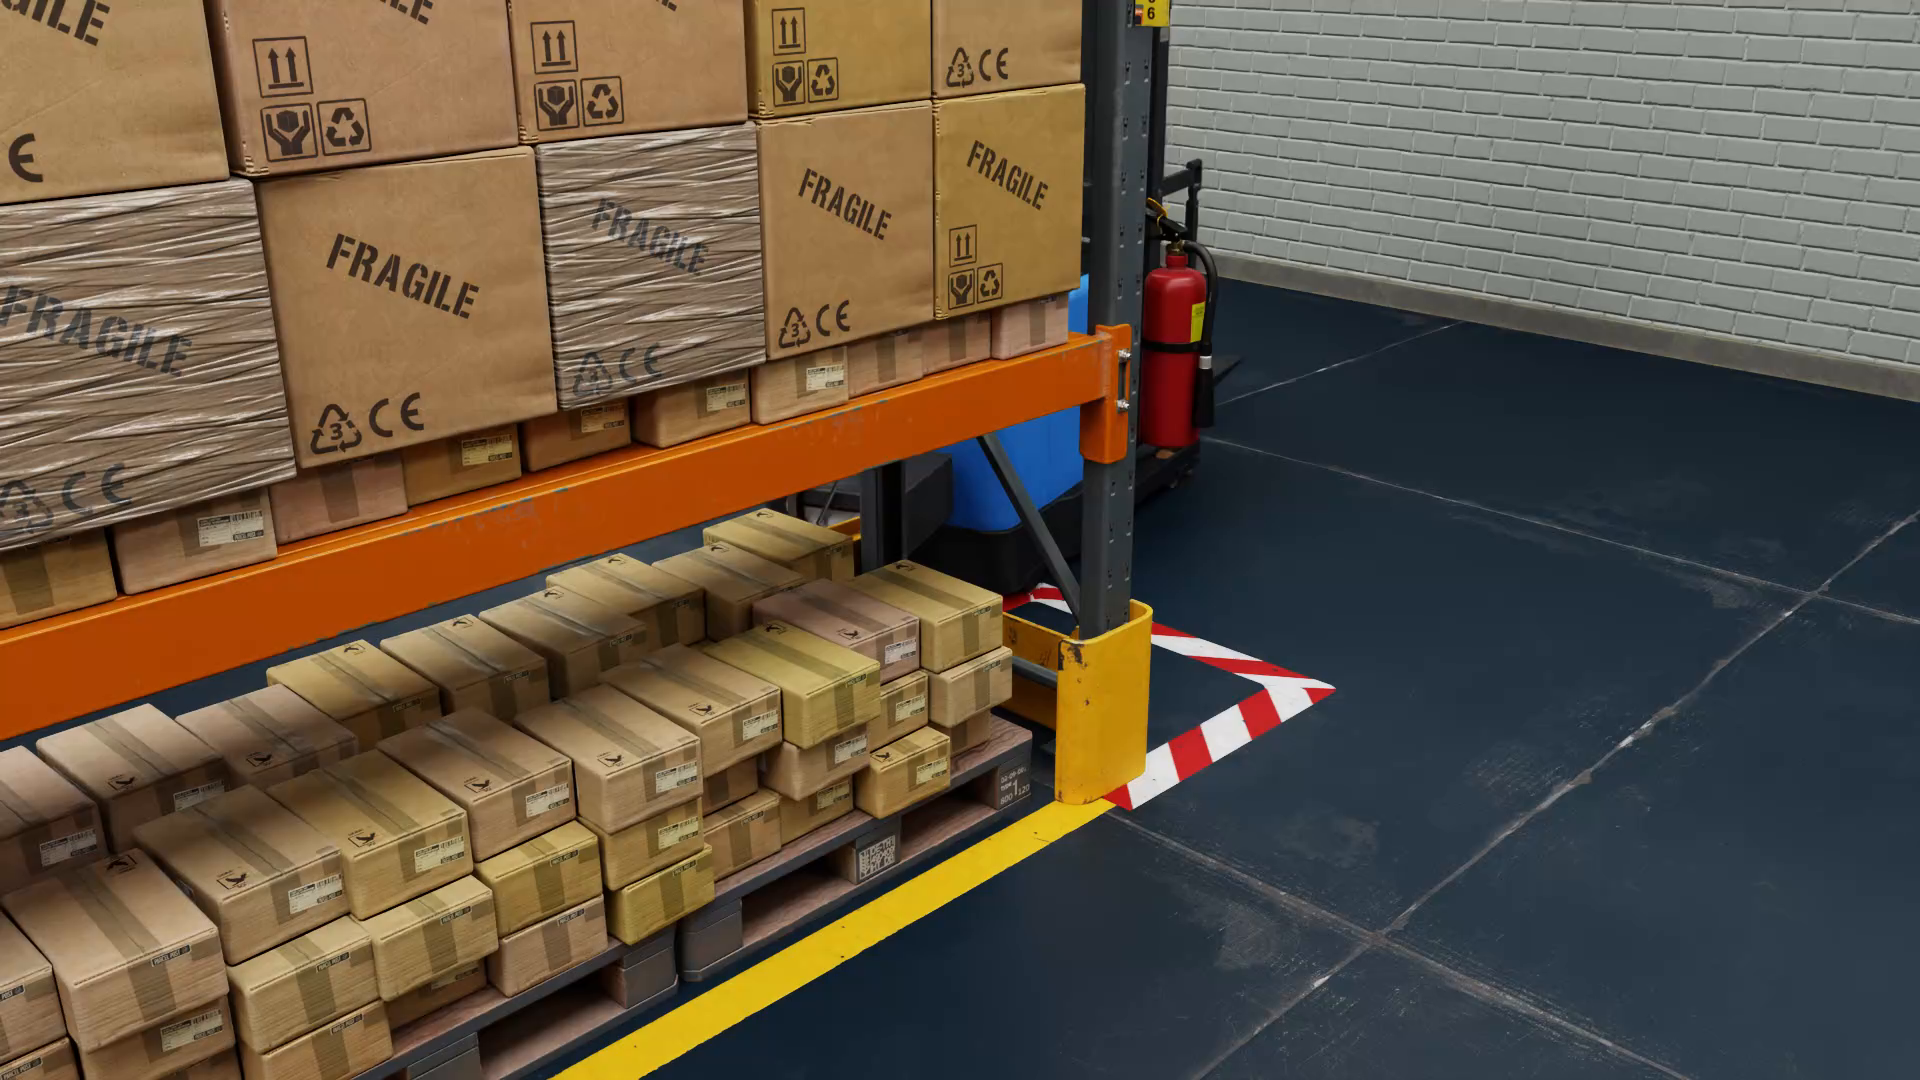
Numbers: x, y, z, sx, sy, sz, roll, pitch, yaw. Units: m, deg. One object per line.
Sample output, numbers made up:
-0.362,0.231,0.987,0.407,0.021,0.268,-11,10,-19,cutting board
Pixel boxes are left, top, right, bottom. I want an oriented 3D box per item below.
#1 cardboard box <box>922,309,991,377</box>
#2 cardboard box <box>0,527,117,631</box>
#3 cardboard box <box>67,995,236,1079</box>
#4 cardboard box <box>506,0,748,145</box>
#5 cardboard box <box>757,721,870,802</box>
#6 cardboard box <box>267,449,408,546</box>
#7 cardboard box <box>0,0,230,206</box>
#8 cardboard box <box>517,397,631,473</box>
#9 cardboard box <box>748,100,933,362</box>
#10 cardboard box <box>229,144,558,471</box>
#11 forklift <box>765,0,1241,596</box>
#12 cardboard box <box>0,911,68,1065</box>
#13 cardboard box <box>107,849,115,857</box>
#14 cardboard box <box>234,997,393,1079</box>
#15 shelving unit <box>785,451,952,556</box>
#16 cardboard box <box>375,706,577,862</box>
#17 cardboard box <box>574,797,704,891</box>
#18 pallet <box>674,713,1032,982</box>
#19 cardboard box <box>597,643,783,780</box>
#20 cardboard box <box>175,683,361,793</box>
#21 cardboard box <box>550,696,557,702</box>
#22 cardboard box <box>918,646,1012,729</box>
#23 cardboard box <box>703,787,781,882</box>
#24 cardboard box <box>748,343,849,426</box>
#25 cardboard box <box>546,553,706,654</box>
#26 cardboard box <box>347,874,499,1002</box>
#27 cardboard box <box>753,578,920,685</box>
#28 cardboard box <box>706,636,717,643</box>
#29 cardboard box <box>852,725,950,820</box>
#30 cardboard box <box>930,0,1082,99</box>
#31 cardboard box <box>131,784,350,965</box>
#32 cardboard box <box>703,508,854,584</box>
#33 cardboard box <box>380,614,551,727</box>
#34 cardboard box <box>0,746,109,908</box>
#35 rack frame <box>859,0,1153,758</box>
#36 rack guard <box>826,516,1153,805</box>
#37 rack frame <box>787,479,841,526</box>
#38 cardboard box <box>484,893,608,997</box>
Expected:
-0.143,-0.532,4.129,0.380,0.149,0.250,19,28,41,cardboard box
-1.584,0.012,2.712,0.250,0.149,0.380,-20,28,-41,cardboard box
-1.571,0.859,3.131,0.250,0.149,0.380,-19,28,-40,cardboard box
-0.769,-1.065,3.217,0.500,0.500,0.500,-18,28,-39,cardboard box
-0.443,0.478,4.123,0.380,0.149,0.250,18,27,39,cardboard box
-1.239,-0.135,3.096,0.250,0.149,0.380,-19,28,-40,cardboard box
-1.495,-0.797,2.519,0.500,0.500,0.500,-20,28,-41,cardboard box
-0.905,-0.278,3.467,0.380,0.149,0.250,18,27,38,cardboard box
-0.410,-0.733,3.748,0.500,0.500,0.500,19,28,40,cardboard box
-1.112,-0.475,3.075,0.500,0.500,0.500,-18,28,-39,cardboard box
0.405,-1.655,6.796,1.130,2.935,3.031,11,24,26,forklift
-1.778,0.784,2.914,0.380,0.149,0.250,18,28,39,cardboard box
-1.752,0.685,3.586,0.380,0.149,0.250,18,27,38,cardboard box
-1.348,0.947,3.318,0.380,0.149,0.250,18,28,39,cardboard box
-0.302,-0.698,5.444,0.431,2.100,0.503,7,23,20,shelving unit
-1.049,0.520,3.600,0.380,0.149,0.250,18,27,39,cardboard box
-0.795,0.614,3.769,0.250,0.149,0.380,-20,28,-41,cardboard box
-0.563,0.662,4.557,1.003,0.211,1.213,19,28,41,pallet
-0.638,0.397,3.920,0.380,0.149,0.250,18,27,39,cardboard box
-1.537,0.480,3.705,0.380,0.149,0.250,19,28,41,cardboard box
-1.063,0.388,4.359,0.250,0.149,0.380,-19,28,-40,cardboard box
-0.082,0.344,4.472,0.380,0.149,0.250,18,28,39,cardboard box
-0.651,0.668,4.044,0.380,0.149,0.250,20,28,41,cardboard box
-0.469,-0.393,3.766,0.250,0.149,0.380,-19,28,-41,cardboard box
-0.900,0.181,4.481,0.380,0.149,0.250,19,28,40,cardboard box
-1.159,0.753,3.407,0.380,0.149,0.250,20,28,41,cardboard box
-0.322,0.248,4.308,0.250,0.149,0.380,-20,28,-41,cardboard box
-0.699,0.264,4.681,0.380,0.149,0.250,19,28,40,cardboard box
-0.242,0.555,4.338,0.250,0.149,0.380,-19,28,-40,cardboard box
-0.059,-1.331,3.909,0.500,0.500,0.500,19,28,40,cardboard box
-1.411,0.648,3.267,0.380,0.149,0.250,18,27,39,cardboard box
-0.527,0.048,4.828,0.380,0.149,0.250,18,27,38,cardboard box
-1.214,0.335,4.081,0.250,0.149,0.380,-19,28,-40,cardboard box
-1.969,0.588,3.422,0.380,0.149,0.250,18,27,38,cardboard box
0.082,-0.859,4.628,1.000,3.000,0.127,19,28,41,rack frame
0.029,0.327,5.026,1.175,0.500,0.348,19,28,41,rack guard
-0.391,-0.613,5.233,0.400,2.100,0.015,7,23,20,rack frame
-0.989,0.814,3.663,0.250,0.149,0.380,-20,28,-41,cardboard box
